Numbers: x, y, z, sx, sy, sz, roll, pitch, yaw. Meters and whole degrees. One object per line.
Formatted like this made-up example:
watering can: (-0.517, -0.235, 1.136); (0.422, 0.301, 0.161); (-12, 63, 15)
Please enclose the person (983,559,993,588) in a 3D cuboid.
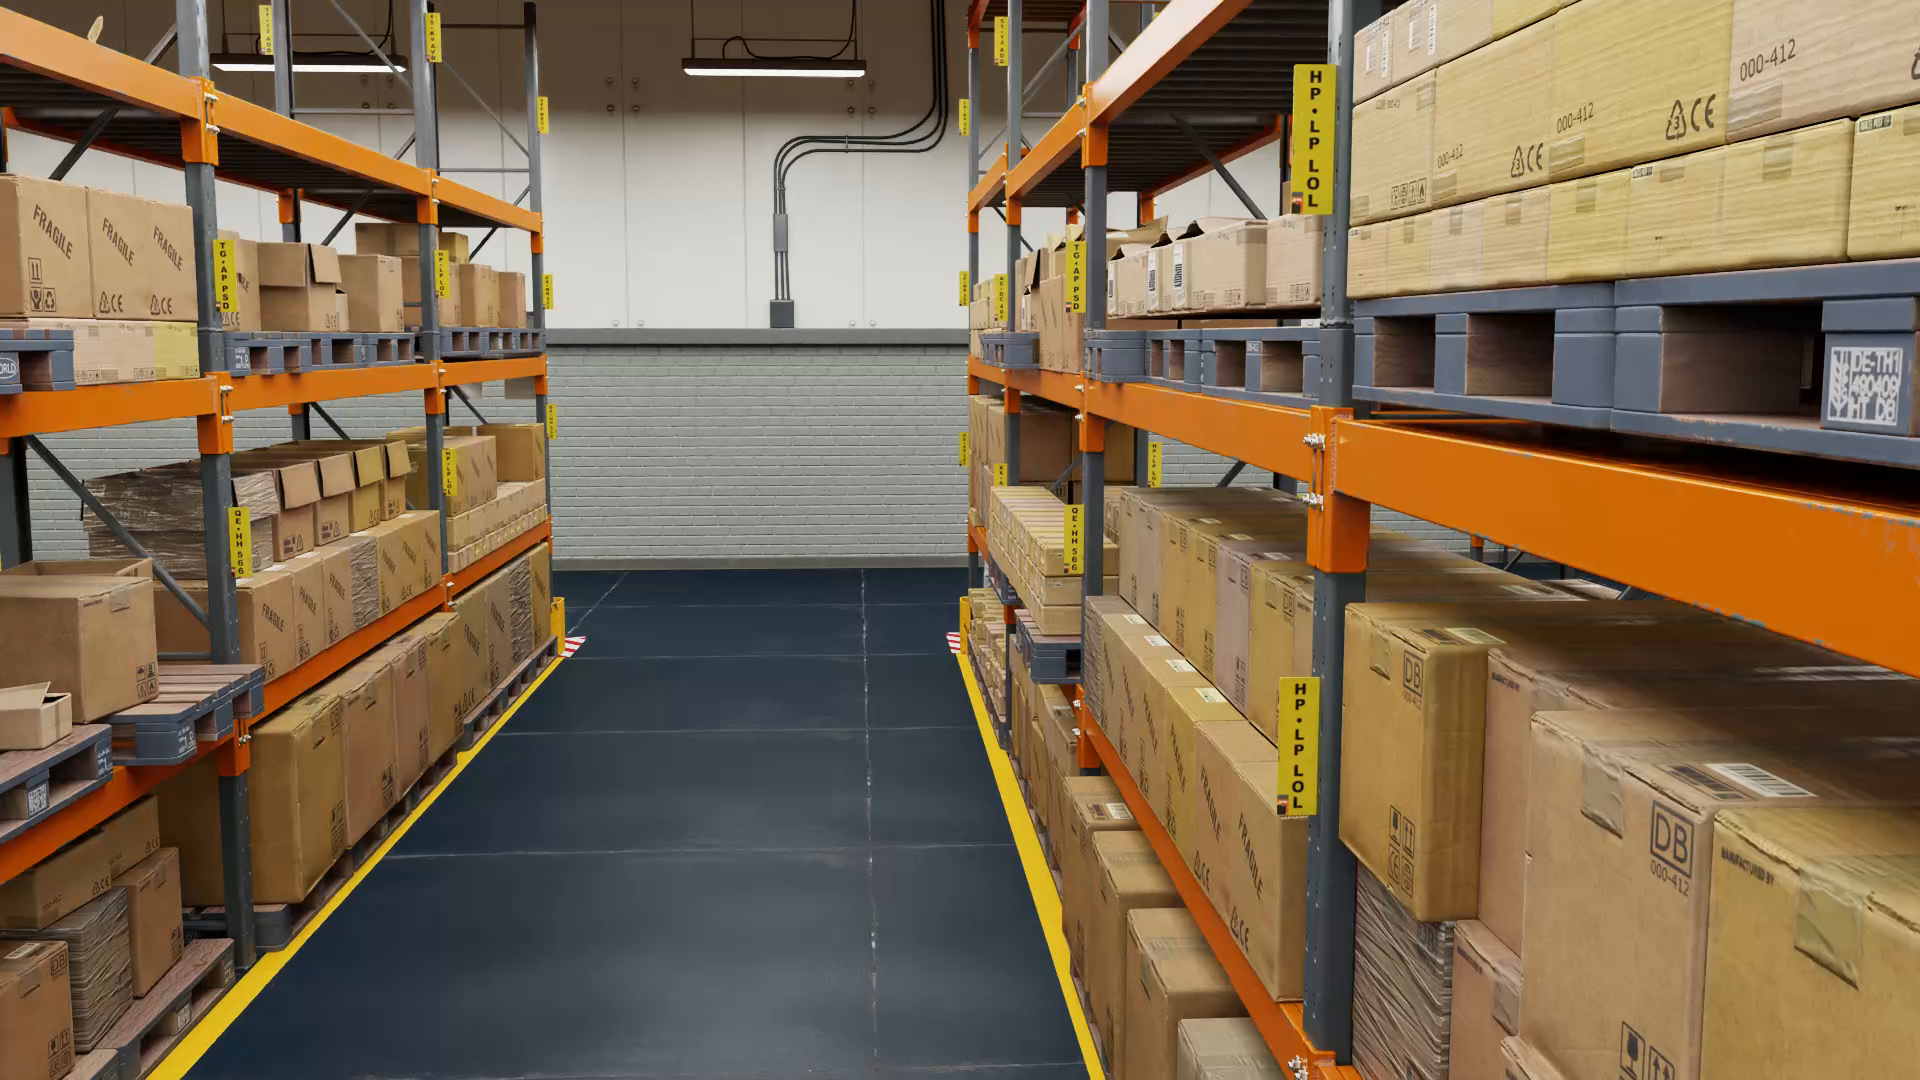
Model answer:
person: (0.449, 0.010, 17.672); (0.486, 1.672, 0.357); (-1, 7, -5)
